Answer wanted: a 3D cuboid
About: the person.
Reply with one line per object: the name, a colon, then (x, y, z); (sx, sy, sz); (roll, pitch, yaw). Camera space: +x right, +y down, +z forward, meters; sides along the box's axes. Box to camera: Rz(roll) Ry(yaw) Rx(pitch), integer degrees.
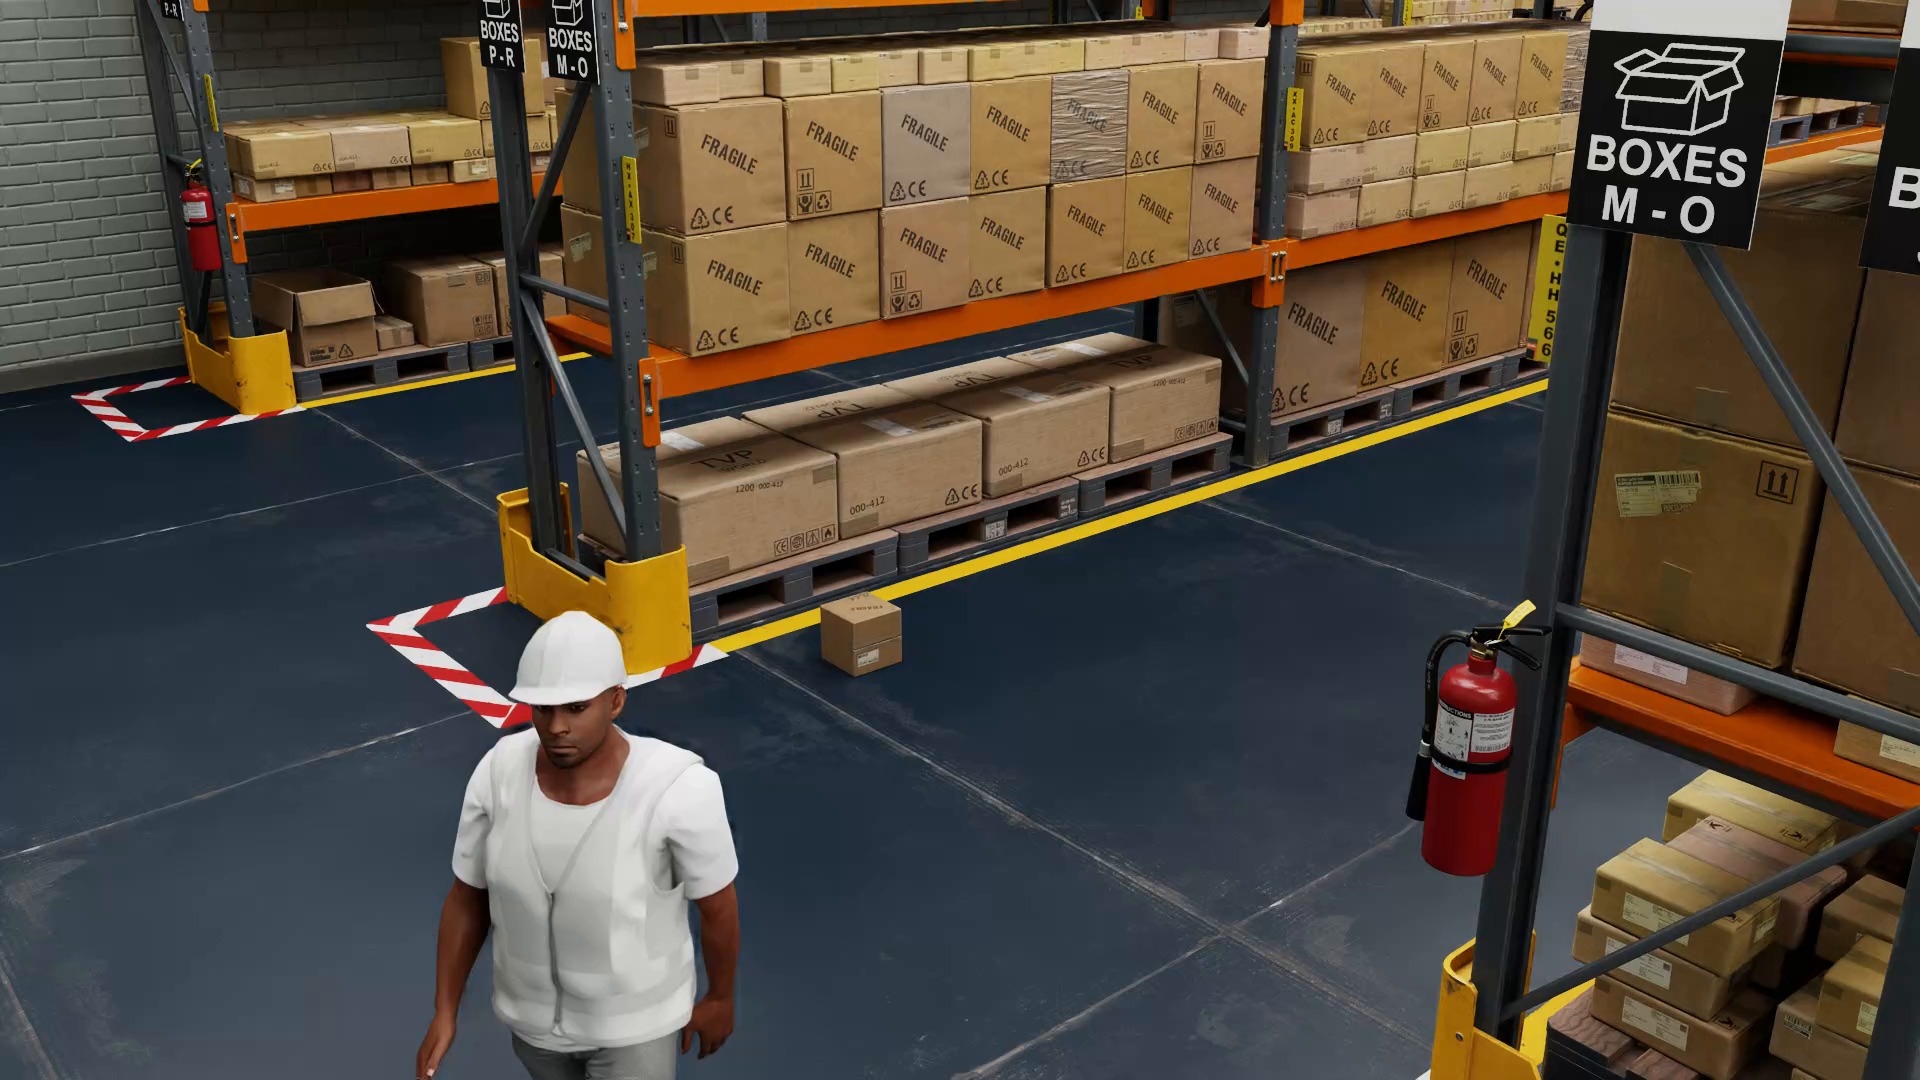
person: (-0.802, 1.001, 3.369); (0.579, 1.718, 0.949); (6, 22, 16)
